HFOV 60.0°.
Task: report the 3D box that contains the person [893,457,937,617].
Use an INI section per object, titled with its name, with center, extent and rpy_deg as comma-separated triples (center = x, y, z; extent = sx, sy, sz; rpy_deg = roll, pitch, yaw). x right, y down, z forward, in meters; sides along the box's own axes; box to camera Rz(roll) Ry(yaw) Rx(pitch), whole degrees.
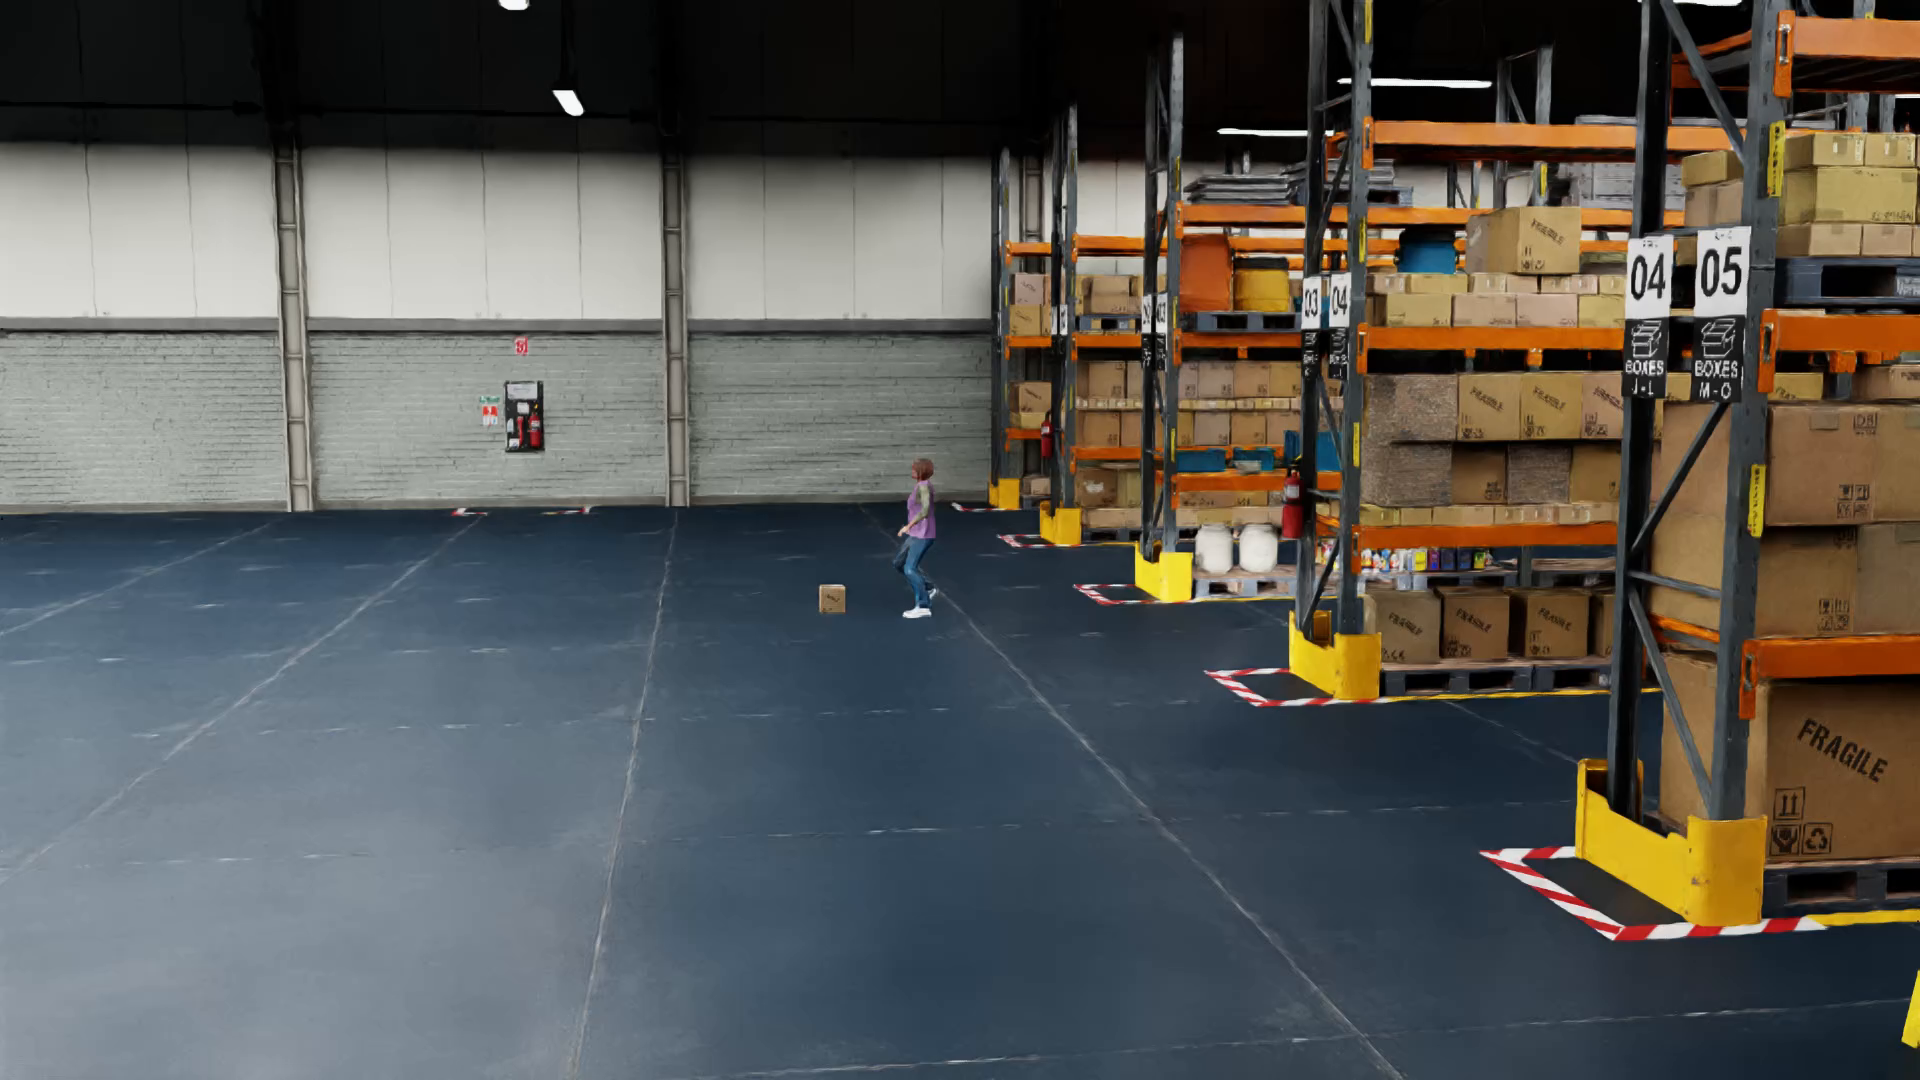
[person]
center = -0.434, -0.027, 16.384
extent = 0.435, 1.572, 0.600
rpy_deg = -1, 7, -6
